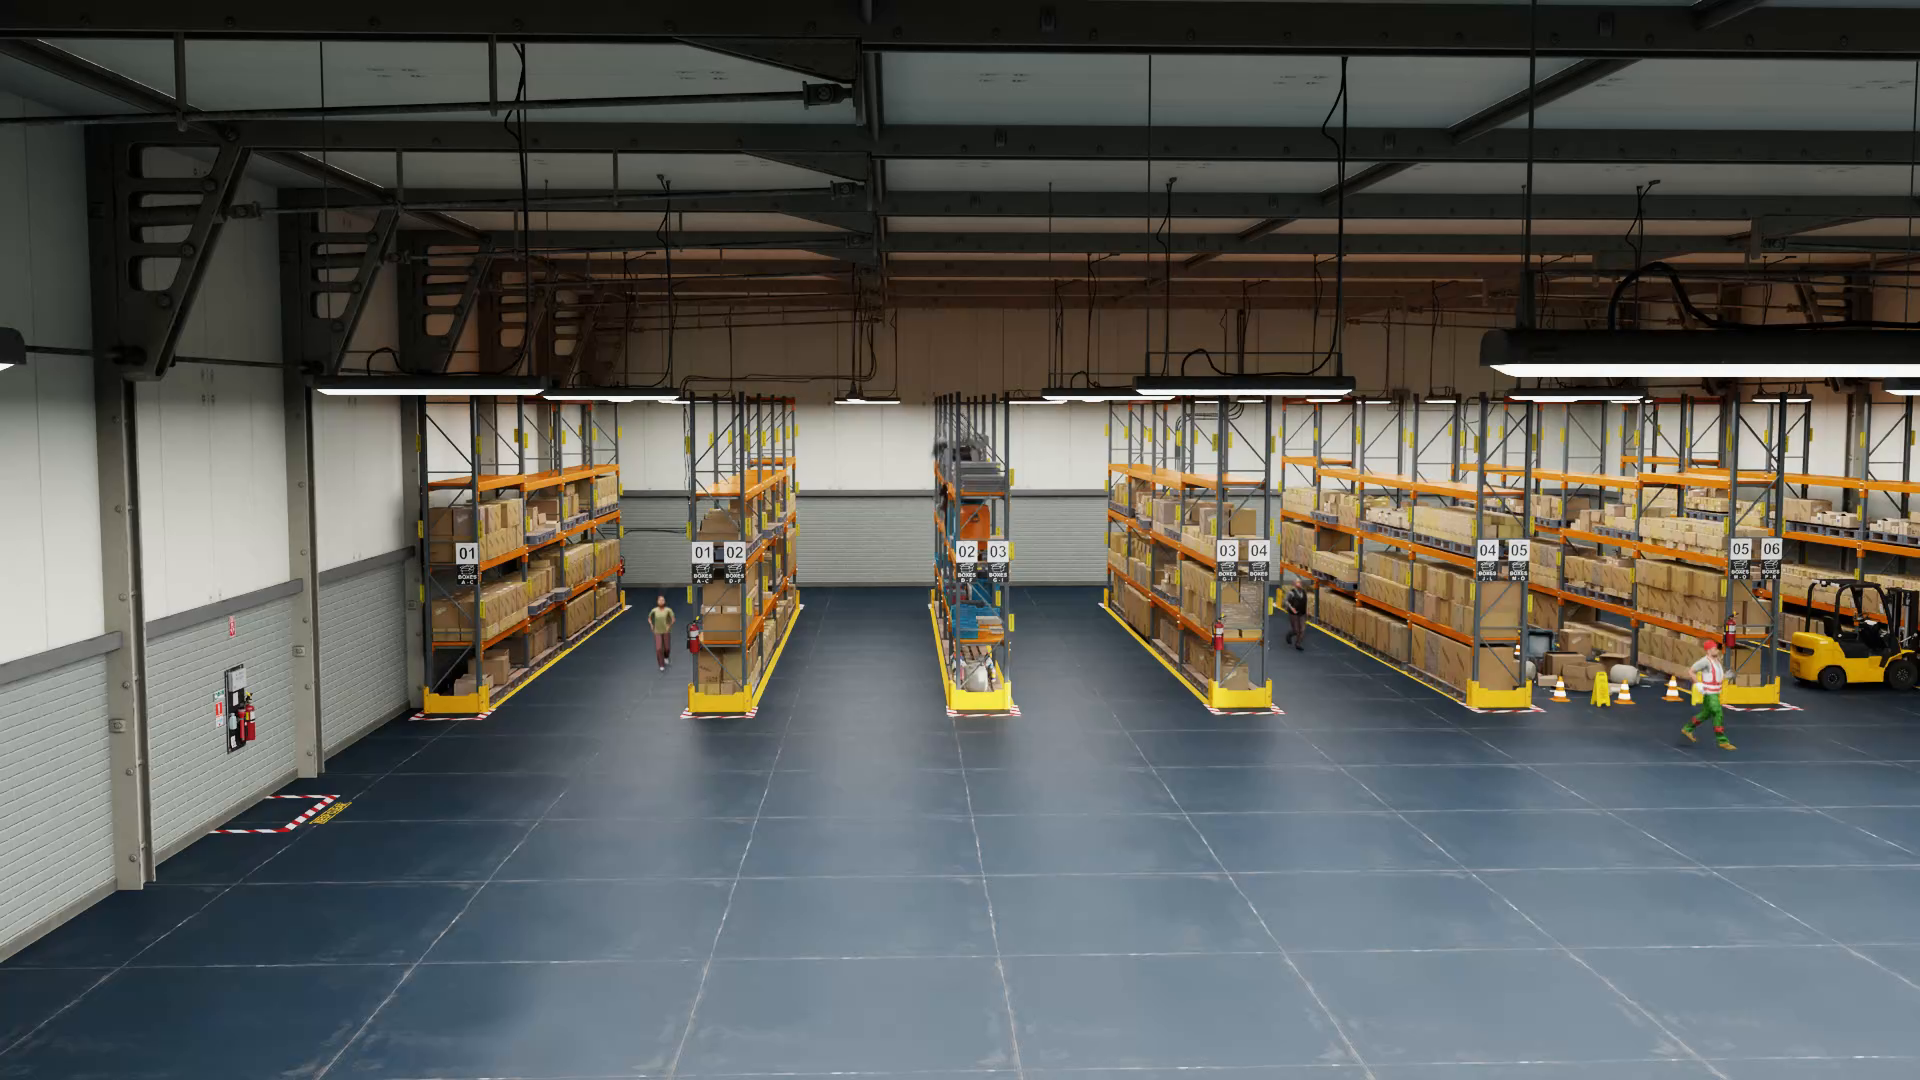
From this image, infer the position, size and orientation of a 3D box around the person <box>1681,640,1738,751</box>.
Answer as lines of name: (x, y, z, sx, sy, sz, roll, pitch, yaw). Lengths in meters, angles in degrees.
person: (12.564, 2.568, 27.826, 0.979, 1.786, 0.661, 4, 6, 44)

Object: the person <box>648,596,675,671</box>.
person: (-6.498, 2.013, 36.185, 0.580, 1.619, 0.609, -1, 5, -9)

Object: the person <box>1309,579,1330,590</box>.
person: (10.621, 0.977, 49.174, 0.759, 1.628, 0.521, 0, 5, 2)

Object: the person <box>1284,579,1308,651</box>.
person: (7.932, 1.746, 39.150, 0.651, 1.687, 0.733, -1, 5, -16)
